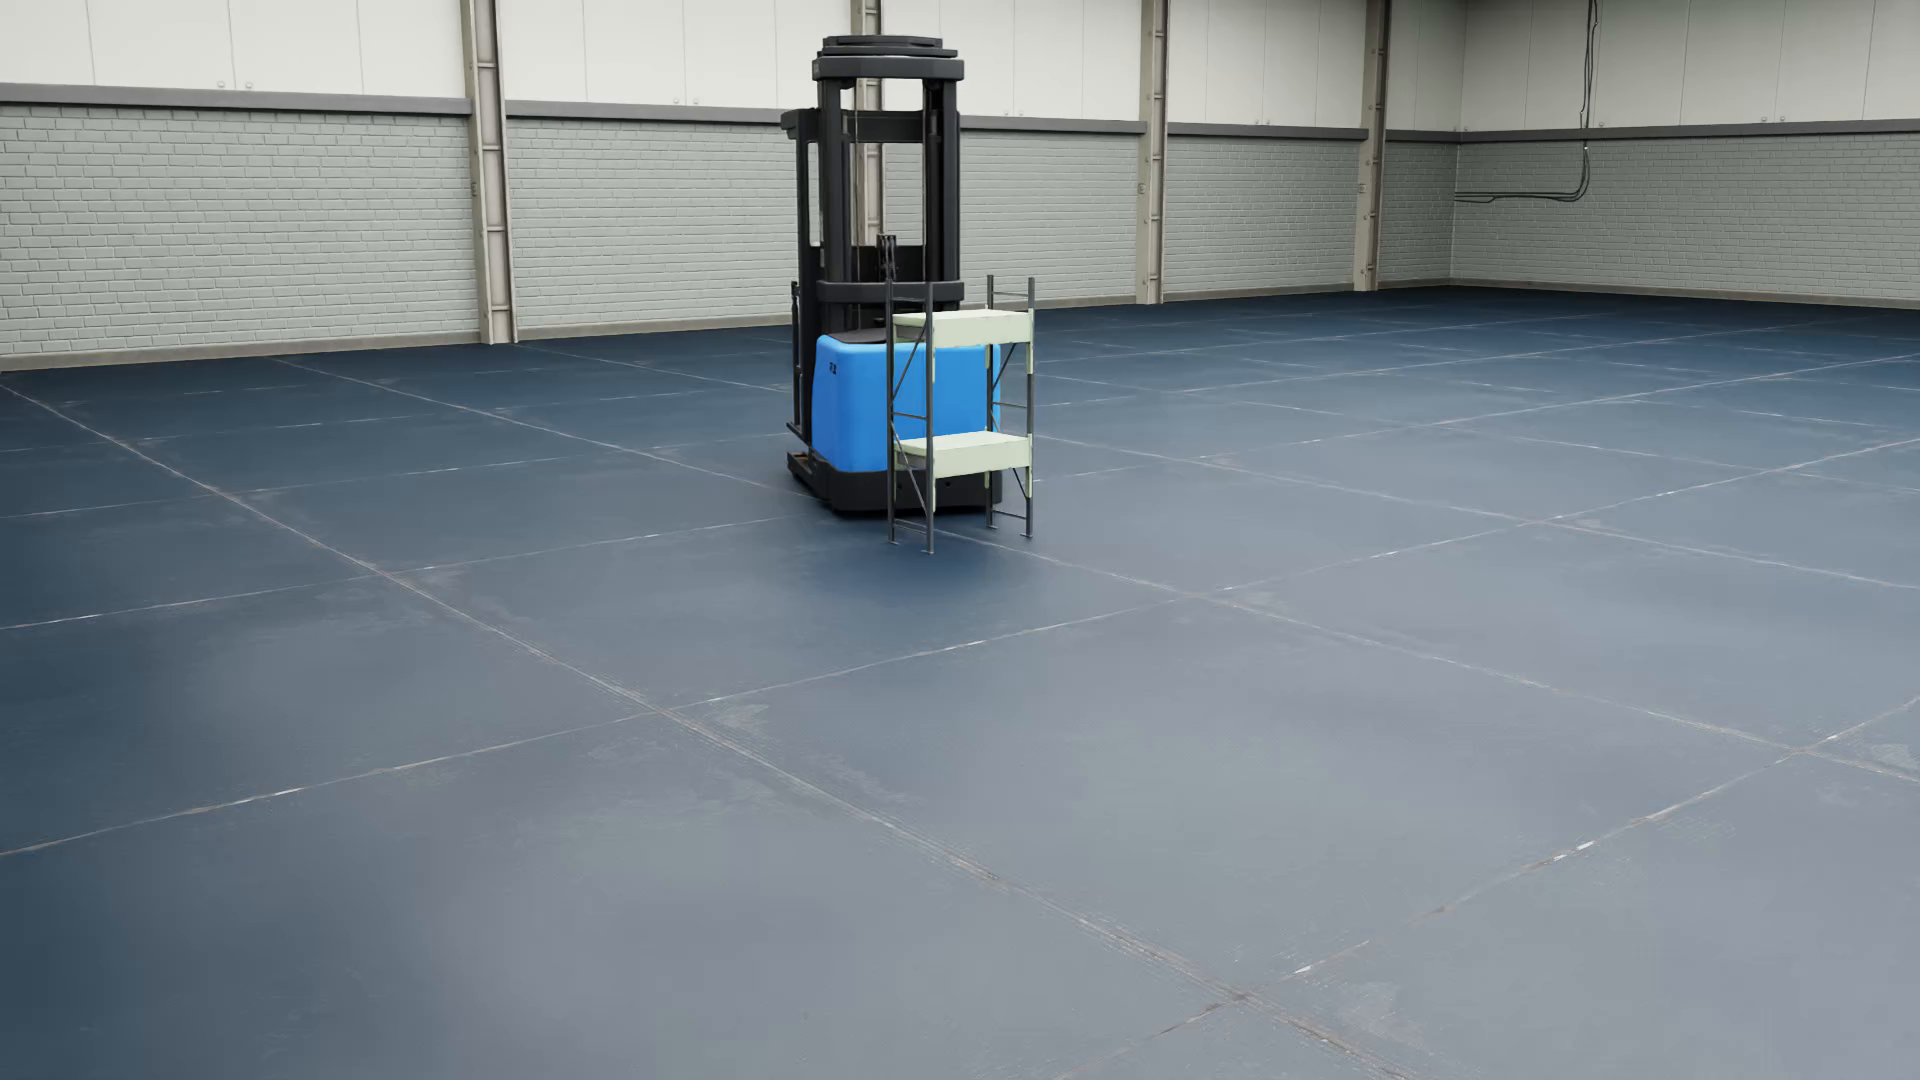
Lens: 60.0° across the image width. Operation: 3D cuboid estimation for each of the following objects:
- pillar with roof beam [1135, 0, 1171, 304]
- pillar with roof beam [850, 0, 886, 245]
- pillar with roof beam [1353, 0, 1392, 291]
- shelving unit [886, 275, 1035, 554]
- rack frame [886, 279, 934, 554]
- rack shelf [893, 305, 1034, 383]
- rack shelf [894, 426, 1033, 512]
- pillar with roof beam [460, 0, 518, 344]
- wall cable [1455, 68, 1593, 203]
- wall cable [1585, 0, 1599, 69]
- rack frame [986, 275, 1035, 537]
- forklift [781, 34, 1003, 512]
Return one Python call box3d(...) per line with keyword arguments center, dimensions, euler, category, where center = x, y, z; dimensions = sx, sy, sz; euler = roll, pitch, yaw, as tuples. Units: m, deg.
box3d(center=(6.006, -7.855, 24.957), dimensions=(0.400, 9.000, 9.100), euler=(-9, 15, -38), category="pillar with roof beam")
box3d(center=(1.321, -7.077, 21.290), dimensions=(0.400, 9.000, 9.100), euler=(-9, 15, -38), category="pillar with roof beam")
box3d(center=(10.691, -8.634, 28.623), dimensions=(0.400, 9.000, 9.100), euler=(-9, 15, -38), category="pillar with roof beam")
box3d(center=(0.005, -0.735, 9.477), dimensions=(0.755, 1.500, 0.431), euler=(-9, 15, -38), category="shelving unit")
box3d(center=(-0.281, -0.687, 9.253), dimensions=(0.023, 1.500, 0.400), euler=(-9, 15, -38), category="rack frame")
box3d(center=(0.005, -1.116, 9.396), dimensions=(0.720, 0.370, 0.431), euler=(-9, 15, -38), category="rack shelf")
box3d(center=(0.005, -0.416, 9.545), dimensions=(0.720, 0.370, 0.431), euler=(-9, 15, -38), category="rack shelf")
box3d(center=(-3.364, -6.298, 17.624), dimensions=(0.400, 9.000, 9.100), euler=(-9, 15, -38), category="pillar with roof beam")
box3d(center=(11.128, -7.981, 33.024), dimensions=(0.112, 2.526, 3.097), euler=(-9, 15, -38), category="wall cable")
box3d(center=(12.818, -10.012, 30.433), dimensions=(0.112, 2.526, 3.097), euler=(-9, 15, -38), category="wall cable")
box3d(center=(0.291, -0.782, 9.701), dimensions=(0.023, 1.500, 0.400), euler=(-9, 15, -38), category="rack frame")
box3d(center=(-0.600, -1.866, 11.358), dimensions=(1.130, 2.935, 3.031), euler=(-3, 12, -14), category="forklift")
